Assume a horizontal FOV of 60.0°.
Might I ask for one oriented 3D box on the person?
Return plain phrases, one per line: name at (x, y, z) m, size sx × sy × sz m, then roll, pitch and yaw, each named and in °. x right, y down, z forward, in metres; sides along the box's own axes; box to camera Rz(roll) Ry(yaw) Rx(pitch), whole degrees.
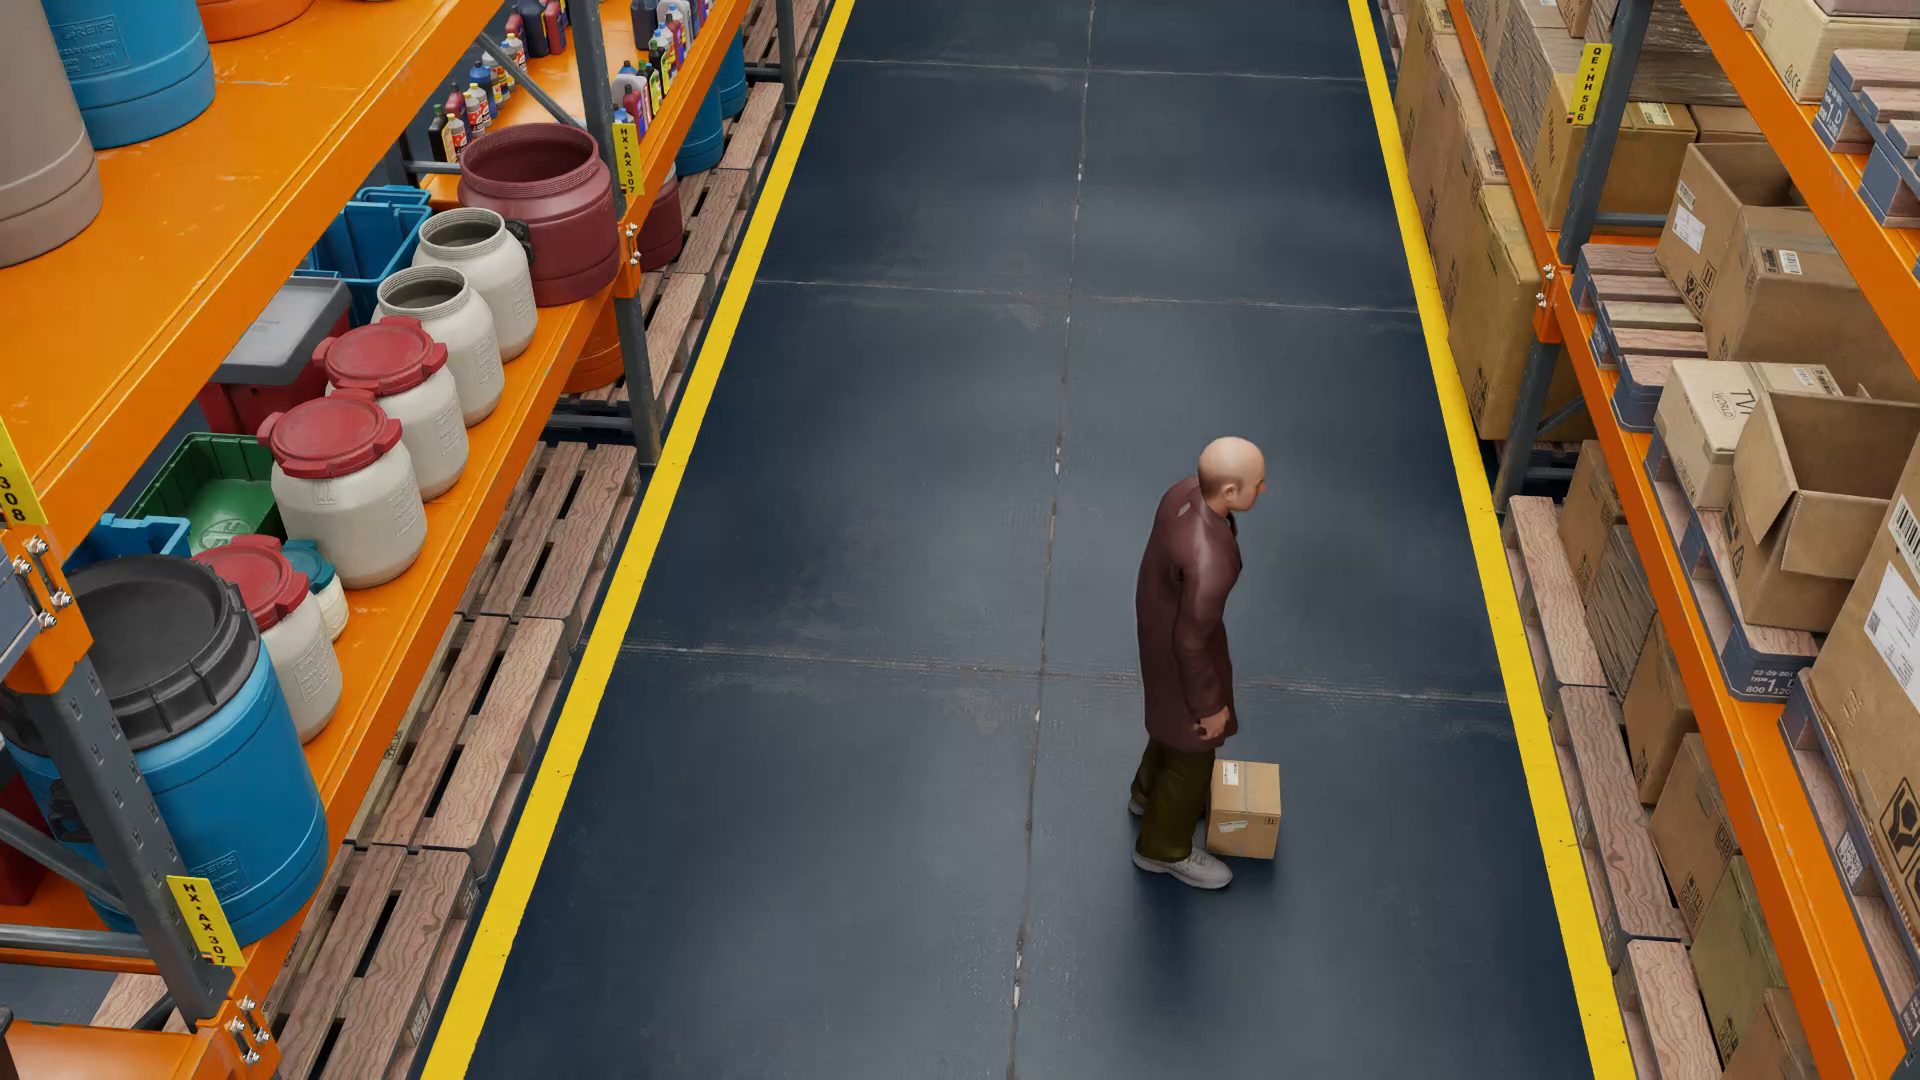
person at (0.798, 0.392, 5.692) m, size 0.417 × 1.774 × 0.656 m, roll 2°, pitch 40°, yaw 2°
